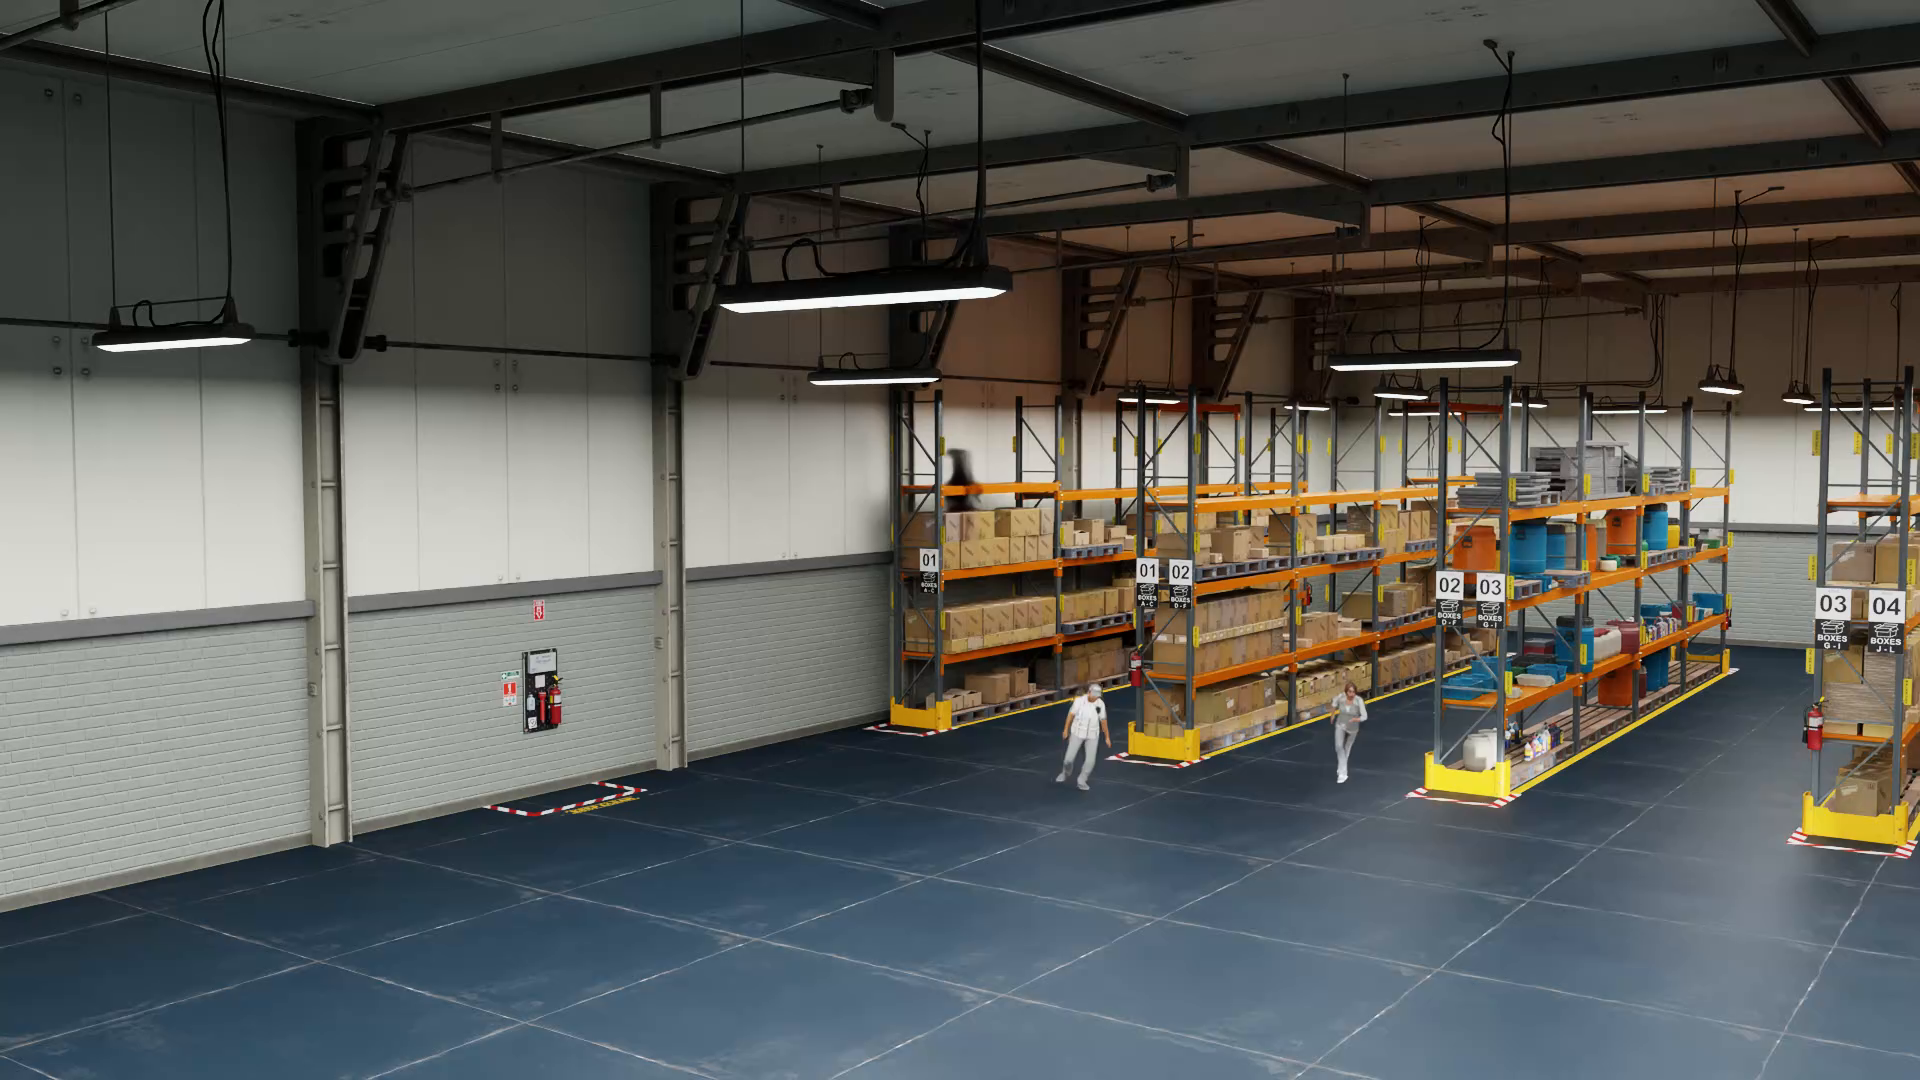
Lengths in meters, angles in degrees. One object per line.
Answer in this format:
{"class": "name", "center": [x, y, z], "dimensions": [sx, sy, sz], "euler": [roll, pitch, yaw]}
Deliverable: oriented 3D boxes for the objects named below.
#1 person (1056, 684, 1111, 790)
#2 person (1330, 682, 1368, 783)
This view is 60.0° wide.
{"class": "person", "center": [1.796, 2.848, 24.169], "dimensions": [0.756, 1.578, 0.694], "euler": [0, 3, -5]}
{"class": "person", "center": [5.803, 2.821, 24.825], "dimensions": [0.540, 1.471, 0.972], "euler": [1, 3, 13]}
